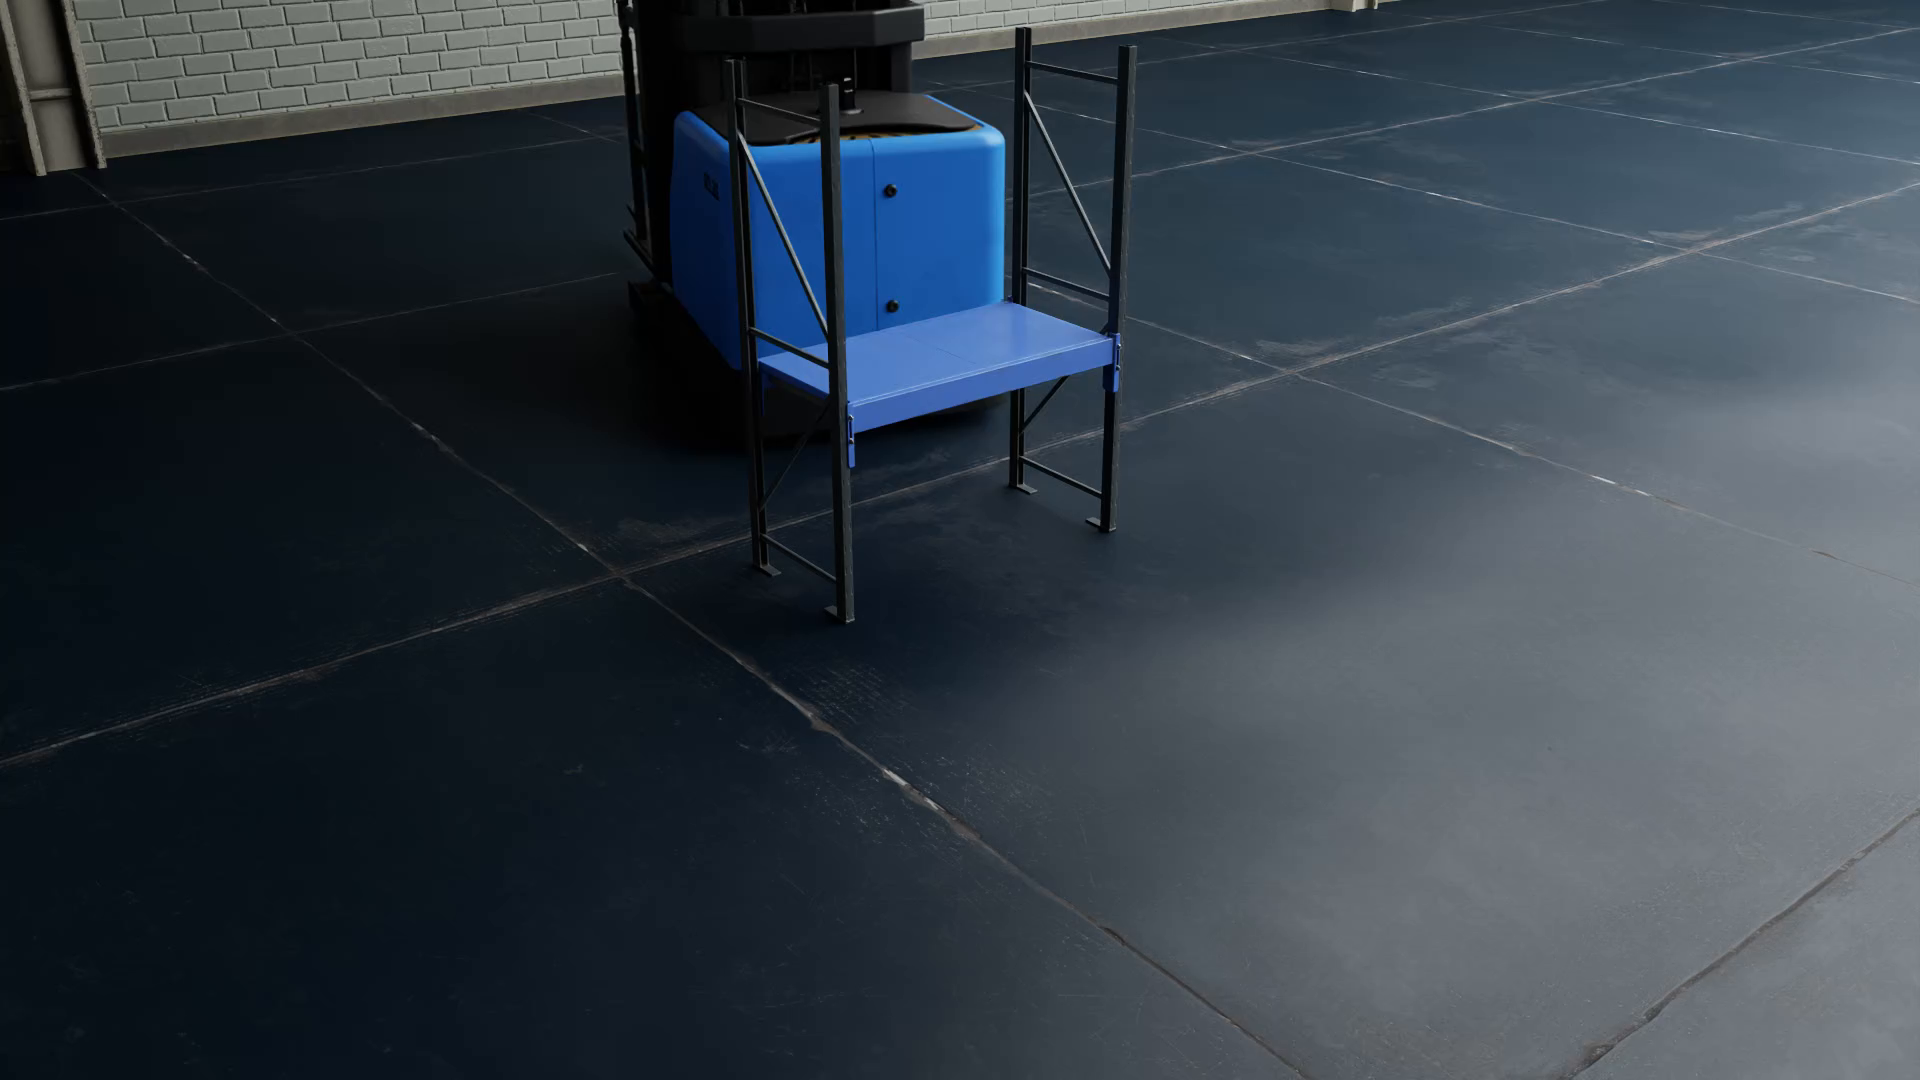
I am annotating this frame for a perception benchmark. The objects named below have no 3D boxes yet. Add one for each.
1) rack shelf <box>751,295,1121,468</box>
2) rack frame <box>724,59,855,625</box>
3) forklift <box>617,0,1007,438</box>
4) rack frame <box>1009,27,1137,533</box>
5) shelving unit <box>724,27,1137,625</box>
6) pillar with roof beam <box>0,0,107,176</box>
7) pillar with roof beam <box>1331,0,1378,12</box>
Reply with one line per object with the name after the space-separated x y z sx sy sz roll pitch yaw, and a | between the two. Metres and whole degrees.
-0.067 -0.495 4.962 1.000 0.185 0.538 -18 31 -34 | rack shelf
-0.467 -0.526 4.602 0.032 1.500 0.500 -18 31 -34 | rack frame
-0.822 -2.281 6.684 1.130 2.935 3.031 -9 26 -19 | forklift
0.333 -0.790 5.171 0.032 1.500 0.500 -18 31 -34 | rack frame
-0.067 -0.658 4.887 1.048 1.500 0.538 -18 31 -34 | shelving unit
-2.800 -4.930 5.184 0.400 9.000 9.100 -18 31 -34 | pillar with roof beam
6.643 -8.048 11.901 0.400 9.000 9.100 -18 31 -34 | pillar with roof beam
